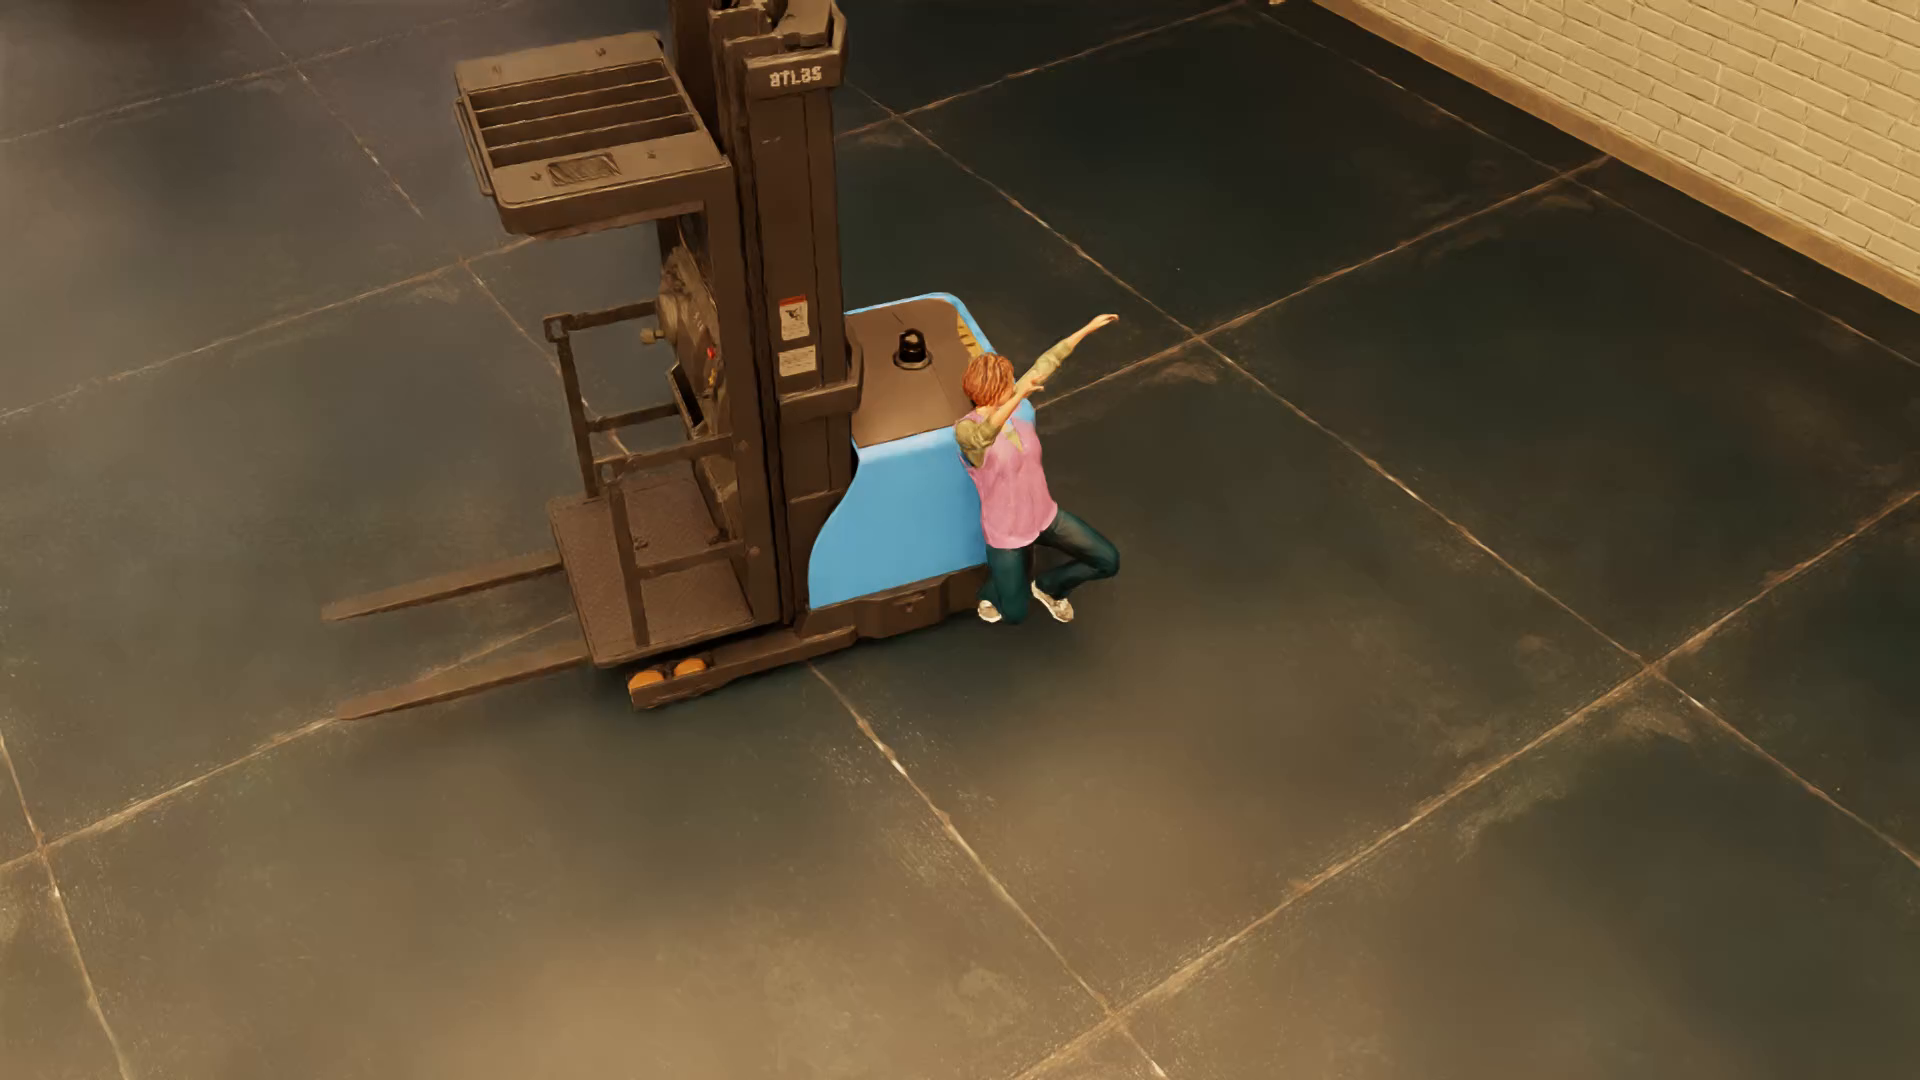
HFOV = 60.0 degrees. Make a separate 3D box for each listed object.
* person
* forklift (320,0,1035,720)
[{"bbox_3d":[0.402,-0.251,7.050,0.939,1.508,0.728,-31,51,-29],"label":"person"},{"bbox_3d":[-1.243,-0.767,6.547,3.031,2.935,1.130,-15,45,-15],"label":"forklift"}]
